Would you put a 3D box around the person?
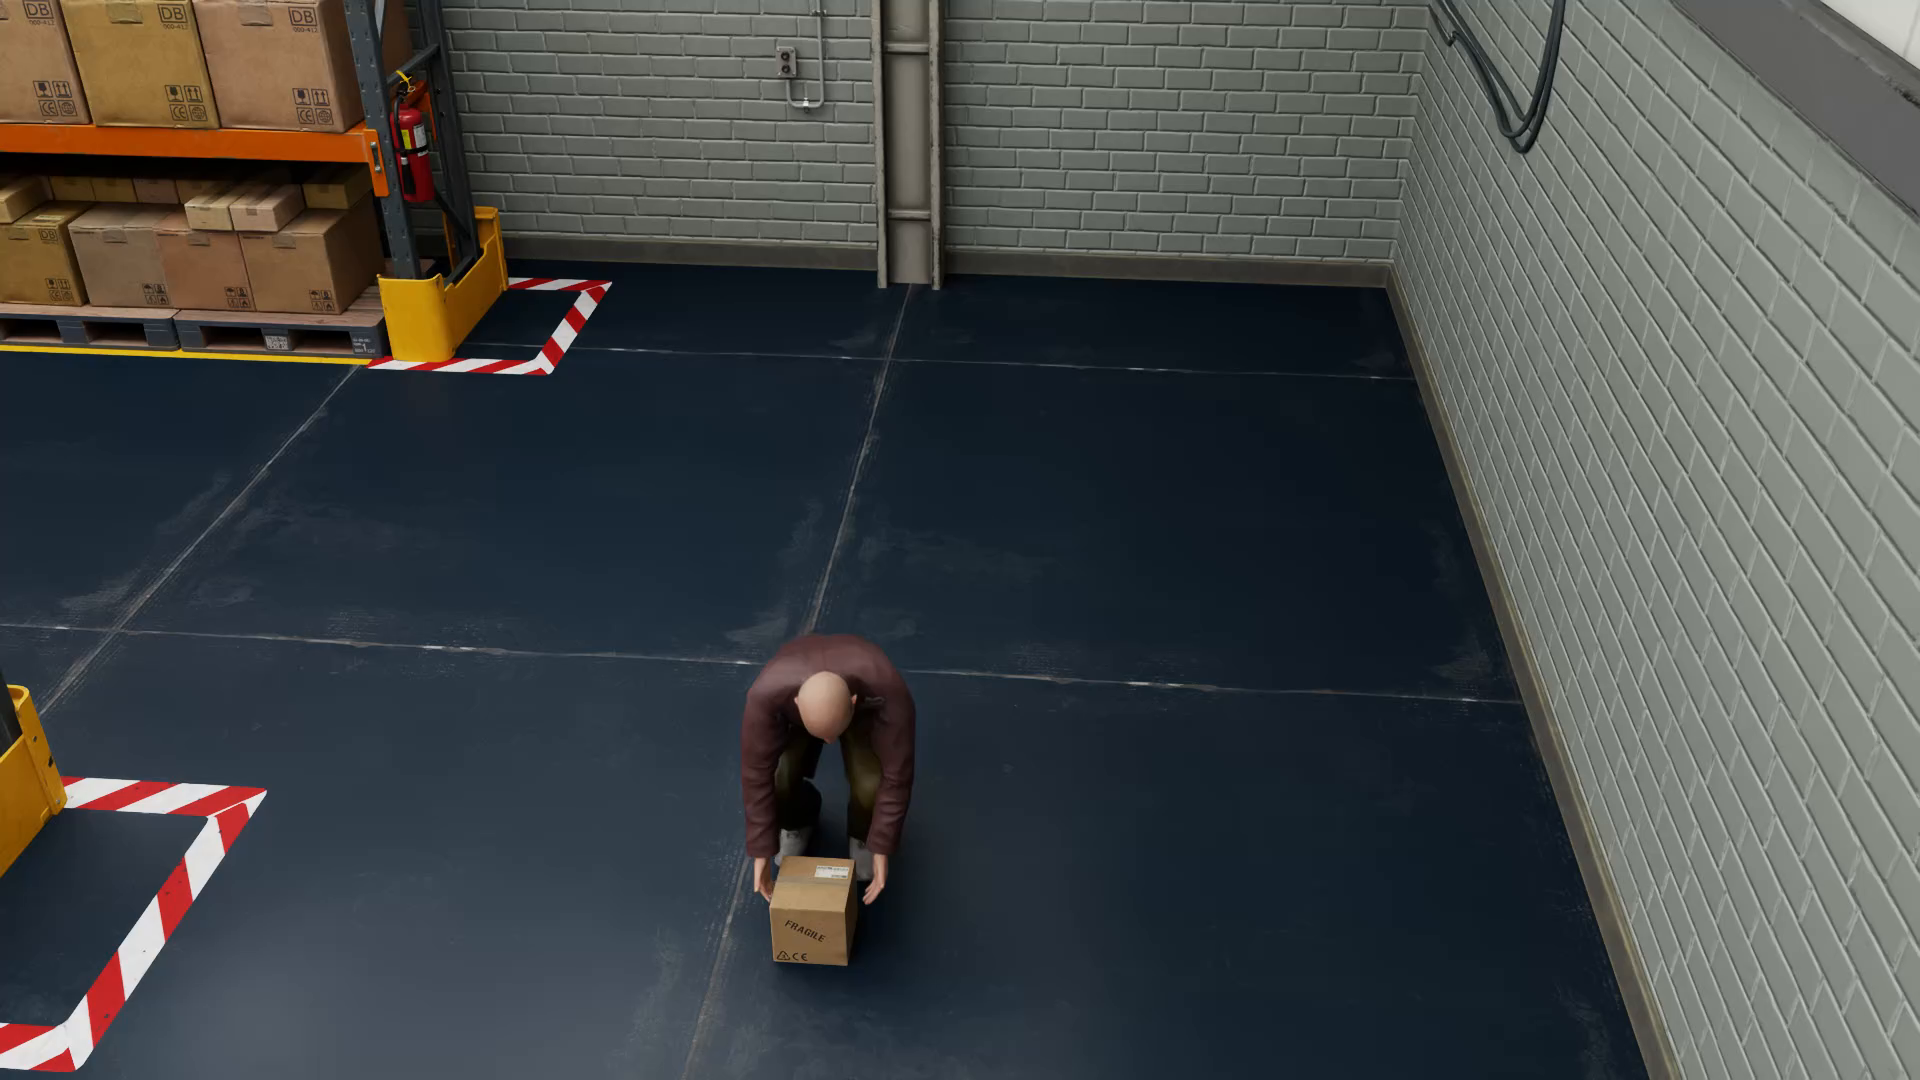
[{"bbox_3d":[-0.441,0.718,5.697,0.612,1.029,0.878,2,32,4],"label":"person"}]
